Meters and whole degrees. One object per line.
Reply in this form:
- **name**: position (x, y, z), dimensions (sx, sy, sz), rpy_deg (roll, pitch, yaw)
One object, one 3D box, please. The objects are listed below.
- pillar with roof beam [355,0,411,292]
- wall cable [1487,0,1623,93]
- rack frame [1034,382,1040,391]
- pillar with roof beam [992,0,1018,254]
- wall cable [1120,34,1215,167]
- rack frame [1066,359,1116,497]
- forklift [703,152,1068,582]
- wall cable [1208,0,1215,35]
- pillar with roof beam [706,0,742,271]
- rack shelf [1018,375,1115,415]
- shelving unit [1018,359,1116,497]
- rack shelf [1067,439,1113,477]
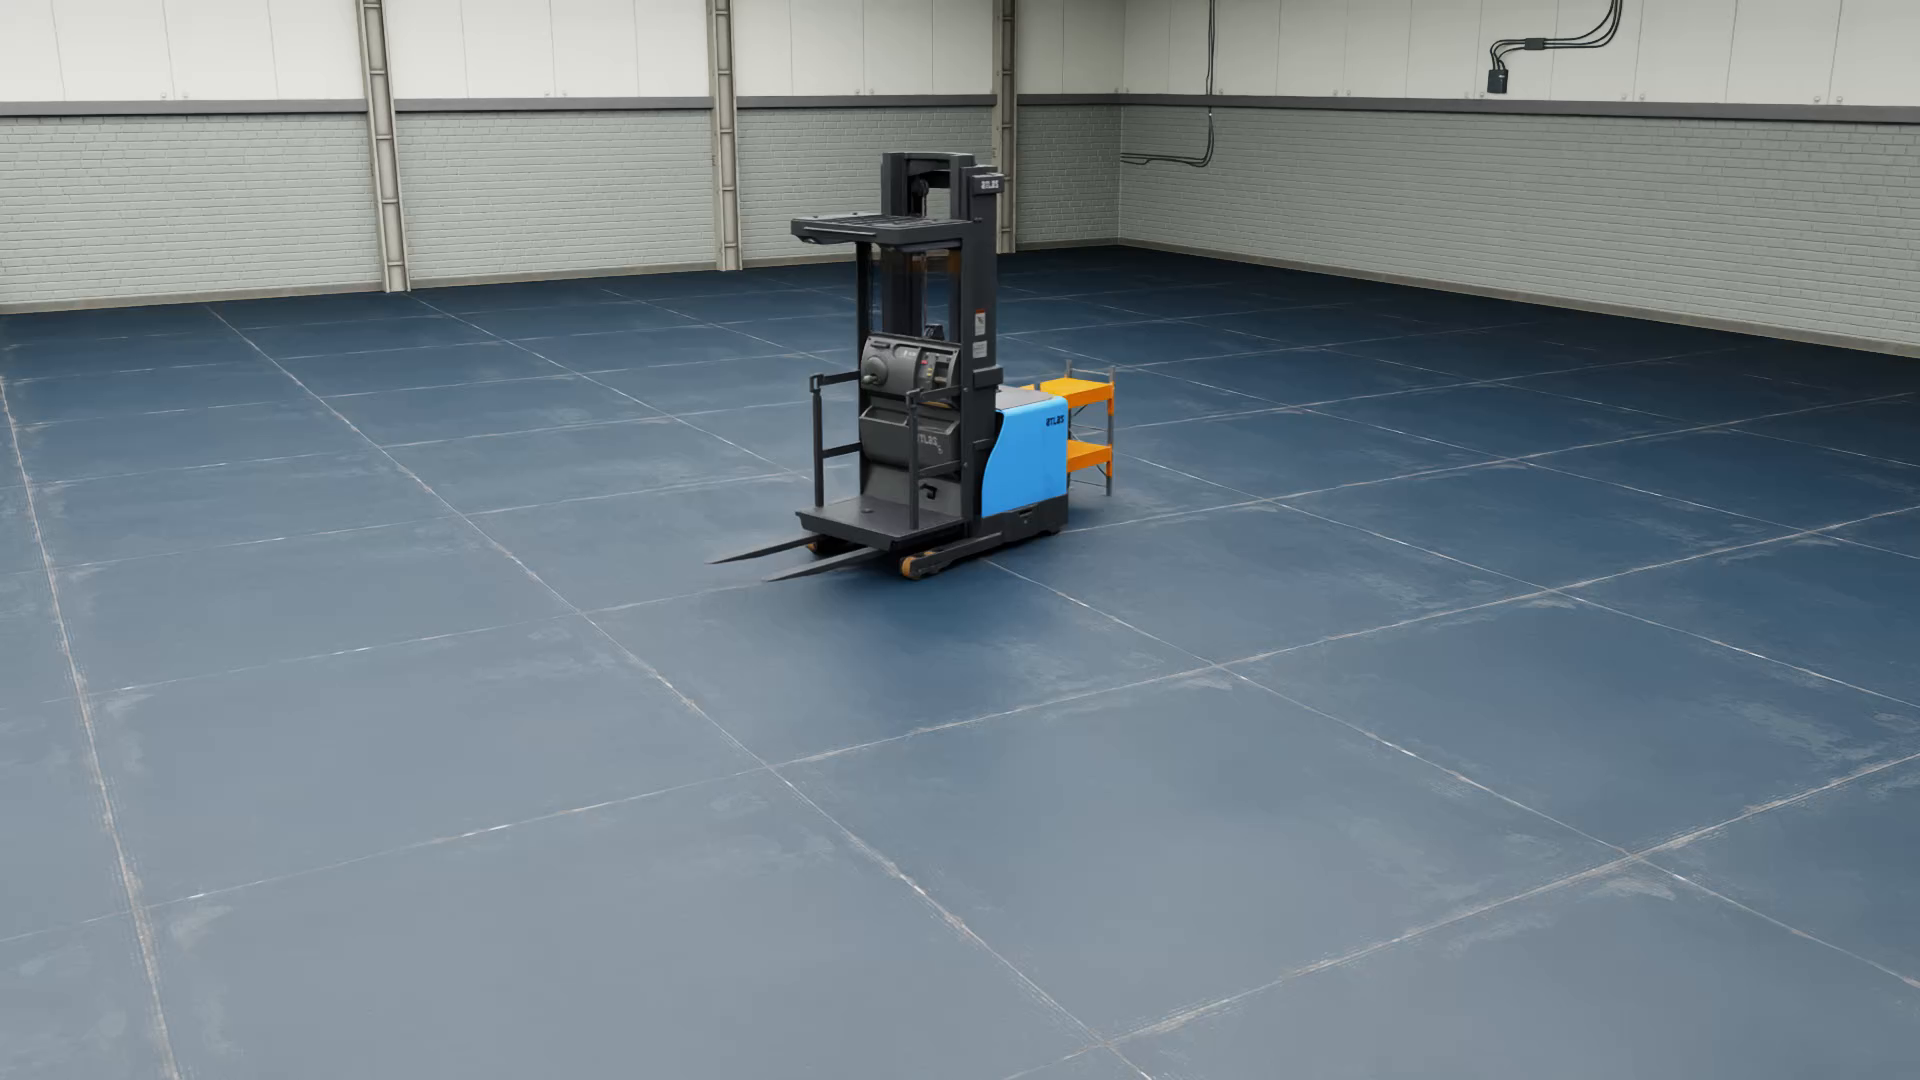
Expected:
- **pillar with roof beam**: position (-7.191, -7.501, 22.996), dimensions (0.400, 9.000, 9.100), rpy_deg (-9, 18, -30)
- **wall cable**: position (8.960, -9.707, 24.567), dimensions (0.169, 6.003, 2.305), rpy_deg (-9, 18, -30)
- **rack frame**: position (0.441, -0.753, 13.513), dimensions (0.500, 1.125, 0.032), rpy_deg (13, 20, 39)
- **pillar with roof beam**: position (3.095, -9.169, 28.947), dimensions (0.400, 9.000, 9.100), rpy_deg (-9, 18, -30)
- **wall cable**: position (4.084, -8.773, 33.288), dimensions (0.112, 2.526, 3.097), rpy_deg (-9, 18, -30)
- **rack frame**: position (1.107, -0.961, 14.252), dimensions (0.500, 1.125, 0.032), rpy_deg (13, 20, 39)
- **forklift**: position (-0.513, -1.283, 12.055), dimensions (1.130, 2.935, 3.031), rpy_deg (14, 21, 41)
- **wall cable**: position (5.478, -10.579, 30.374), dimensions (0.112, 2.526, 3.097), rpy_deg (-9, 18, -30)
- **pillar with roof beam**: position (-2.048, -8.335, 25.971), dimensions (0.400, 9.000, 9.100), rpy_deg (-9, 18, -30)
- **rack shelf**: position (0.774, -1.139, 13.804), dimensions (0.538, 0.278, 1.000), rpy_deg (13, 20, 39)
- **shelving unit**: position (0.774, -0.857, 13.883), dimensions (0.538, 1.125, 1.048), rpy_deg (13, 20, 39)
- **rack shelf**: position (0.774, -0.622, 13.949), dimensions (0.538, 0.278, 1.000), rpy_deg (13, 20, 39)
